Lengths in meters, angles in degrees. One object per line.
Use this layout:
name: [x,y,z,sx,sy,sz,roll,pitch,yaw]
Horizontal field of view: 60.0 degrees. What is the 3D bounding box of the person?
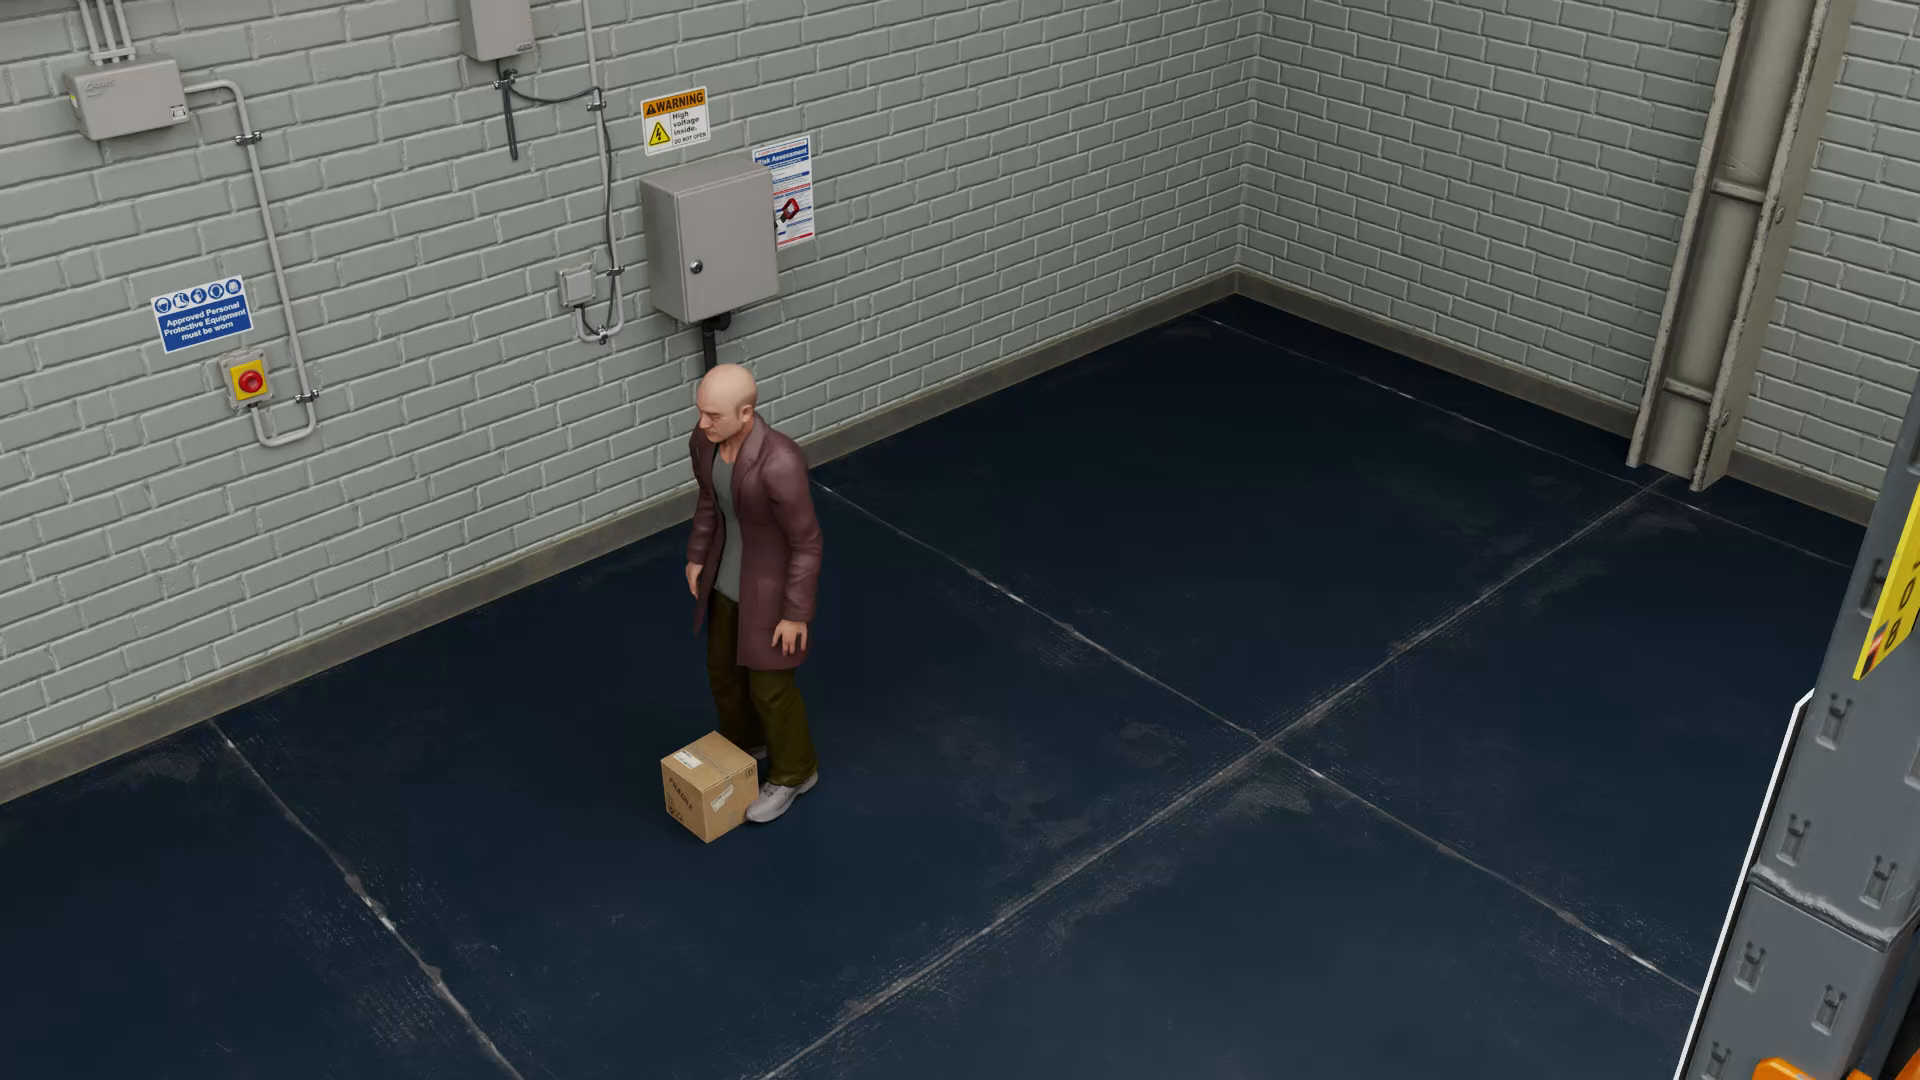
person: [-0.732,0.169,5.872,0.416,1.774,0.654,-27,40,-36]
